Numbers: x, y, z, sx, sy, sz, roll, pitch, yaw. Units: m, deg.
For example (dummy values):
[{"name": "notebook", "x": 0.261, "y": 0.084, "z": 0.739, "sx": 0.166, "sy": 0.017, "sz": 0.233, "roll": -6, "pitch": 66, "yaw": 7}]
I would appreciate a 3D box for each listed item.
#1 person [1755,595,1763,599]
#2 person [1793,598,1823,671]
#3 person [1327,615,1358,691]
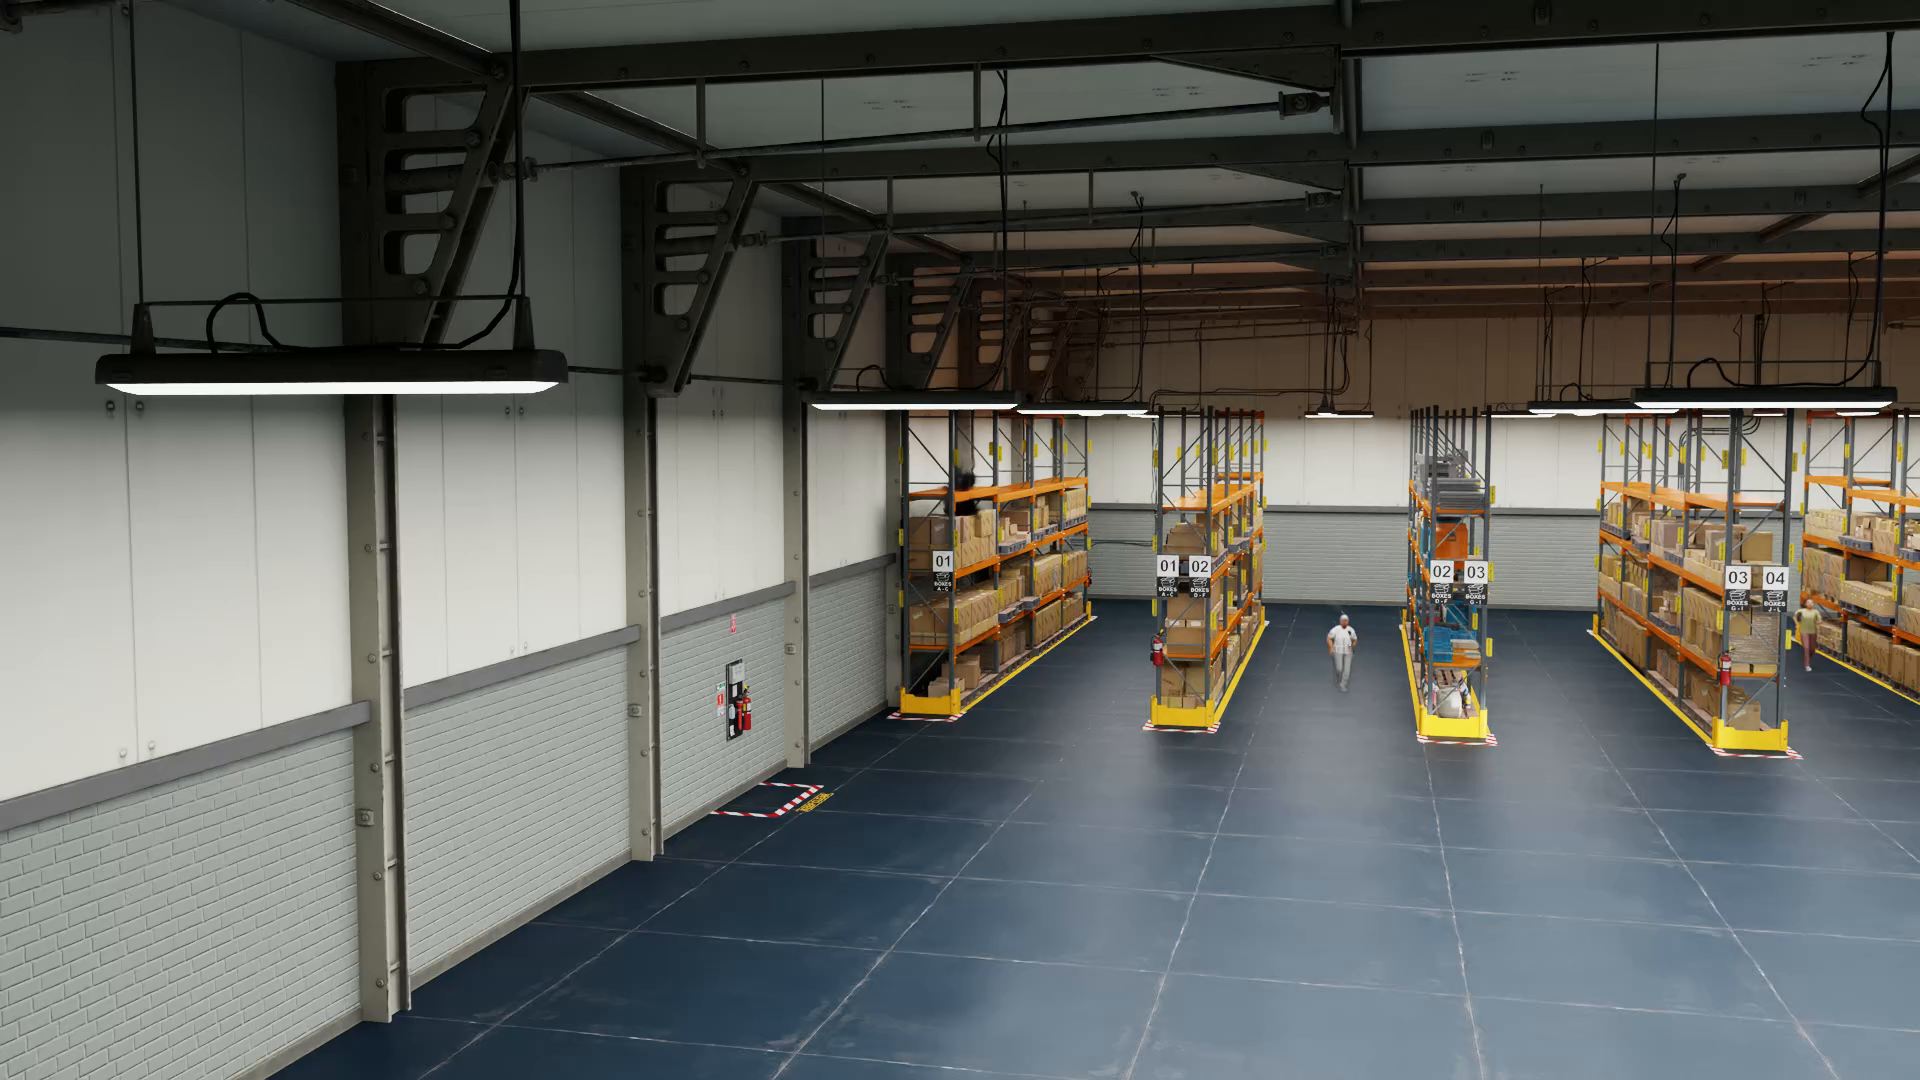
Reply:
[{"name": "person", "x": 20.514, "y": 1.746, "z": 43.251, "sx": 0.828, "sy": 1.729, "sz": 0.809, "roll": 2, "pitch": 5, "yaw": 31}, {"name": "person", "x": 19.440, "y": 2.154, "z": 38.110, "sx": 0.581, "sy": 1.614, "sz": 0.960, "roll": 1, "pitch": 4, "yaw": 14}, {"name": "person", "x": 8.081, "y": 2.399, "z": 35.058, "sx": 0.606, "sy": 1.608, "sz": 0.556, "roll": 0, "pitch": 4, "yaw": 4}]
